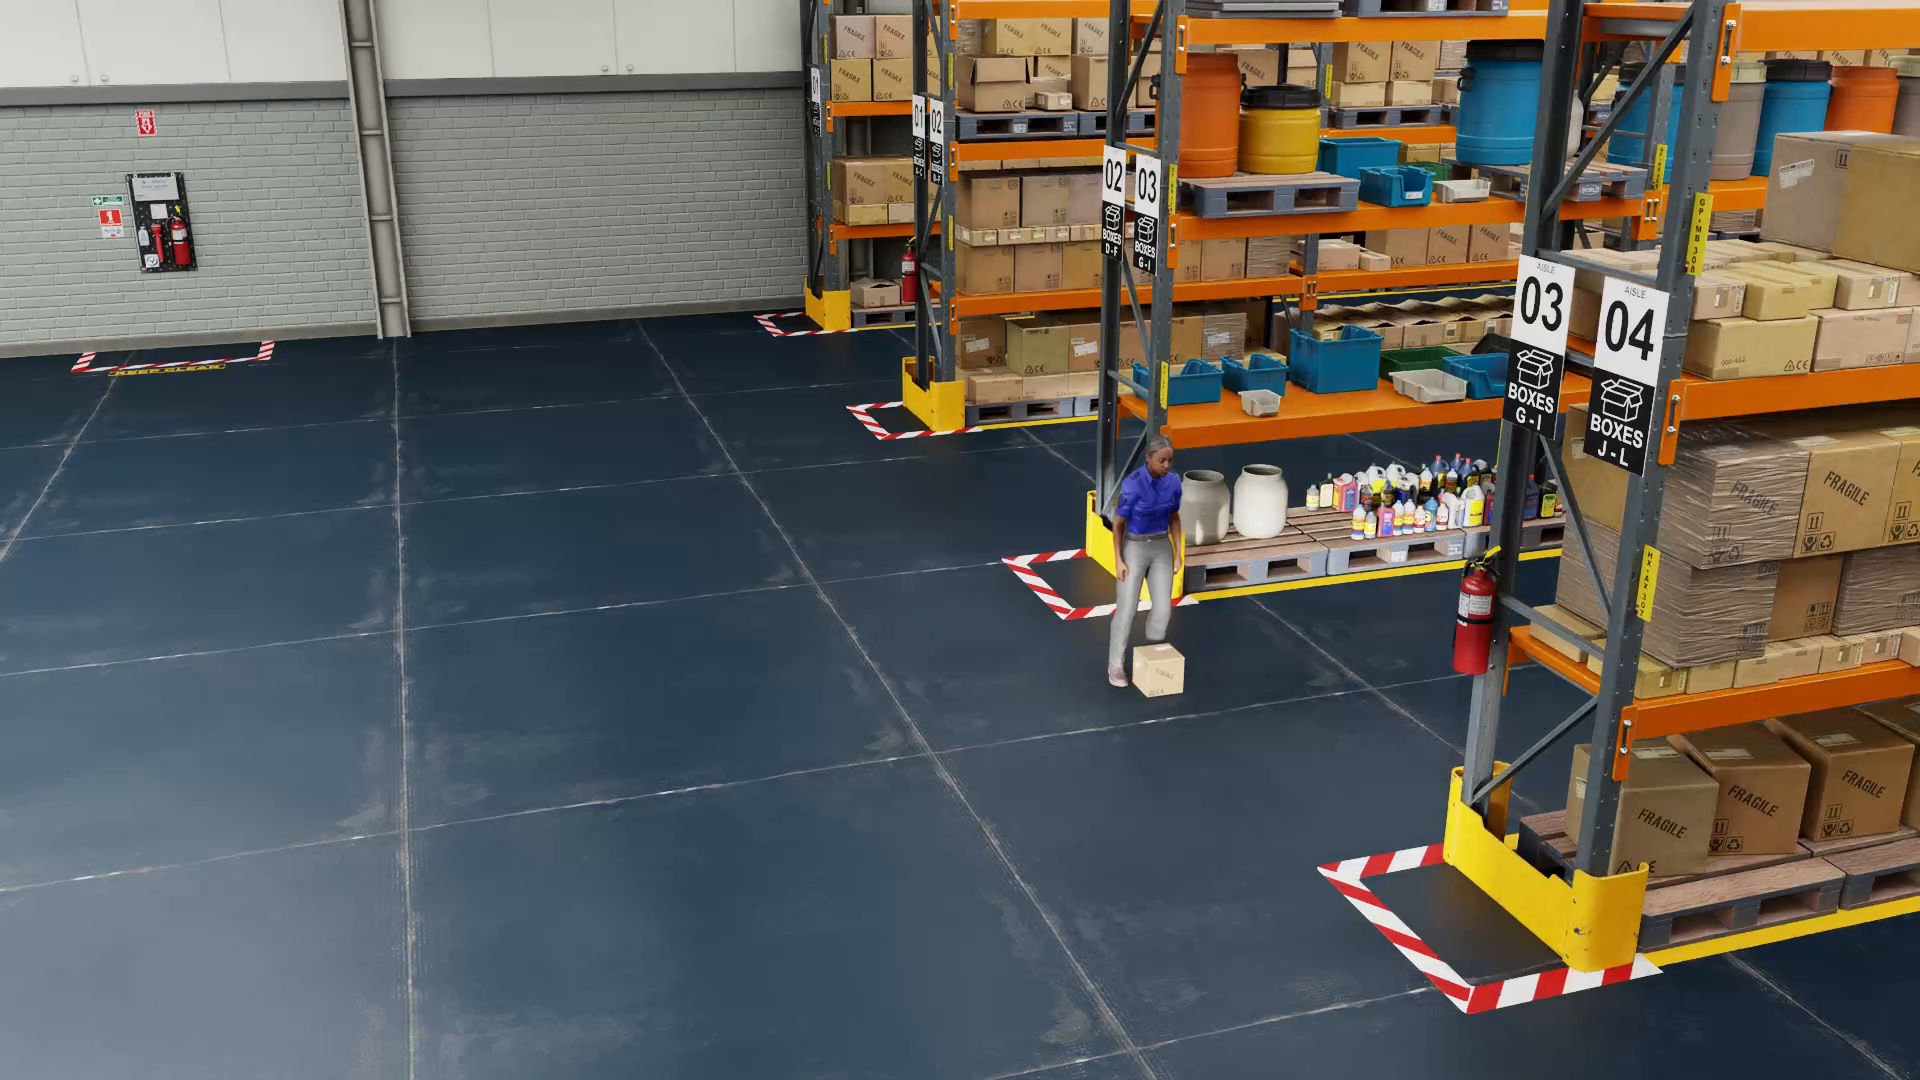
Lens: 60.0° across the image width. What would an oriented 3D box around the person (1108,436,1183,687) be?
[{"bbox_3d":[1.205,0.111,10.760,0.520,1.654,0.352,-7,20,-18],"label":"person"}]
